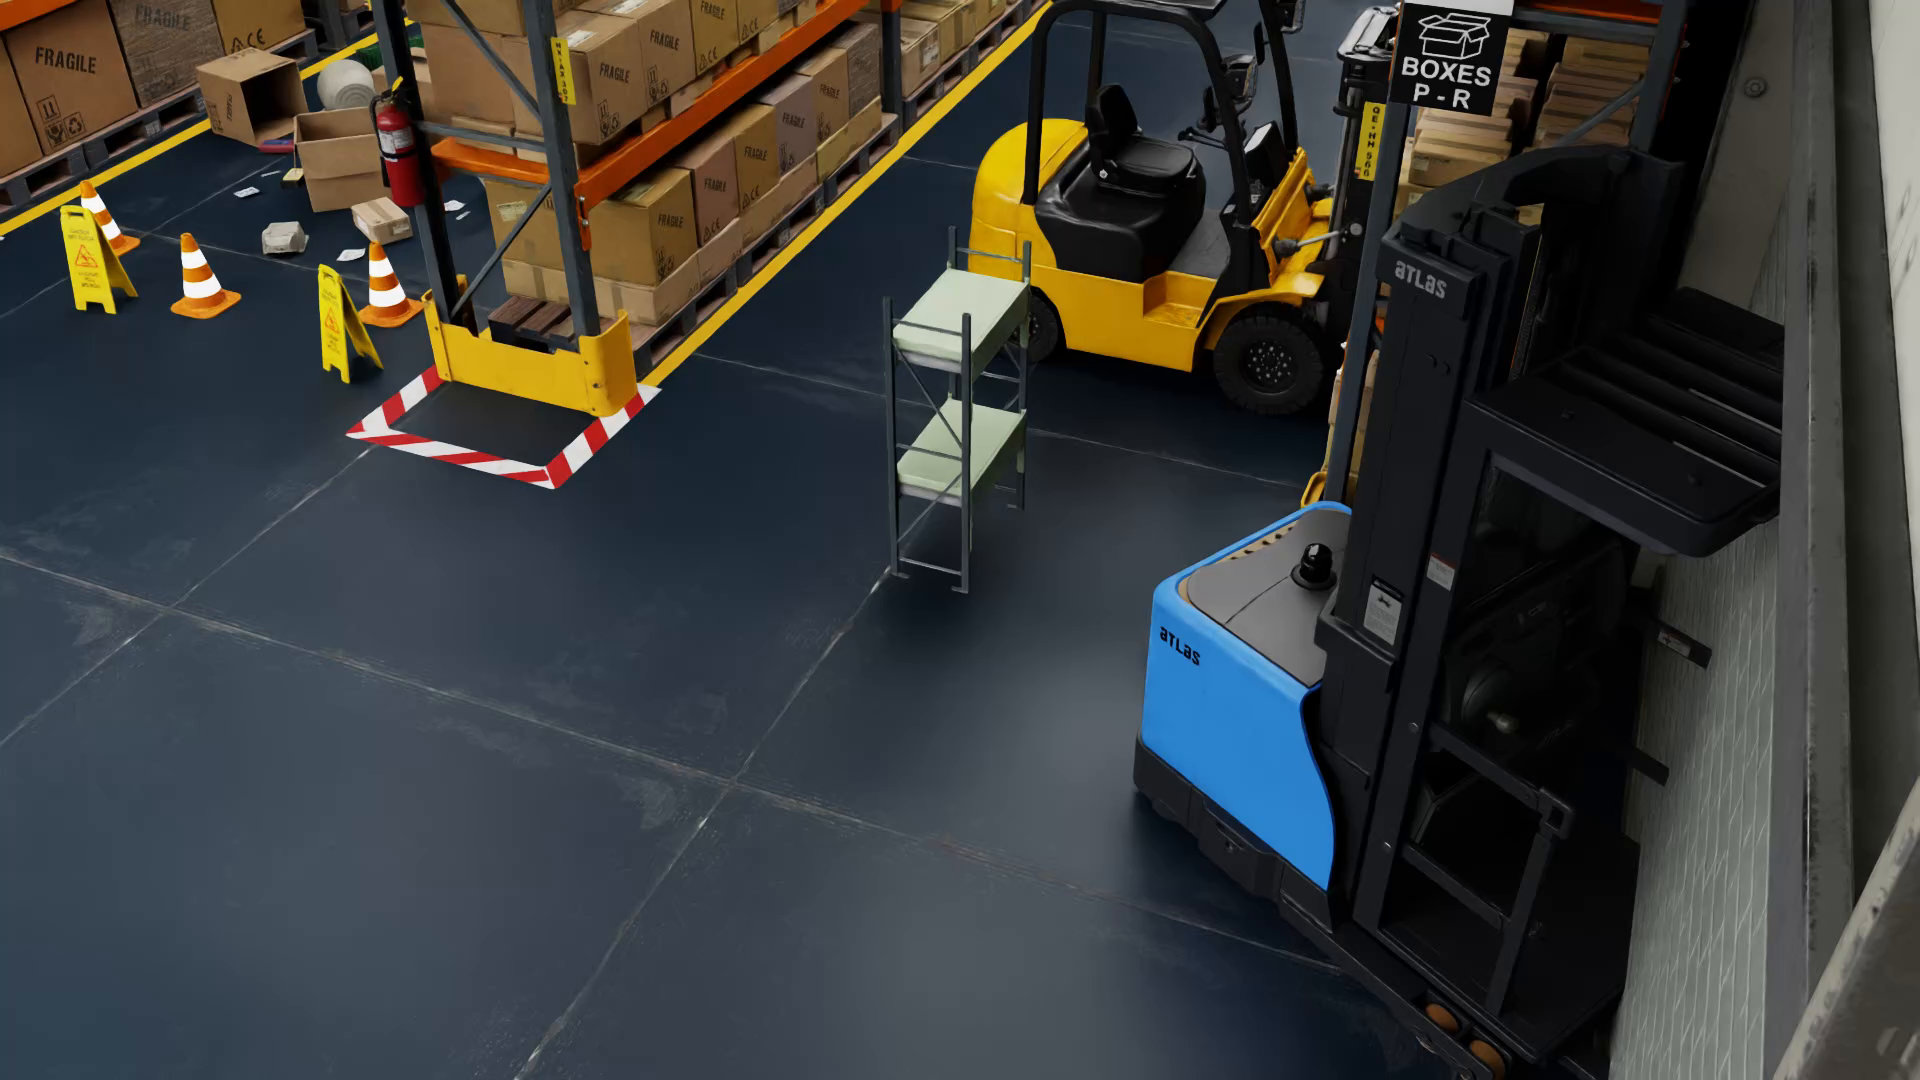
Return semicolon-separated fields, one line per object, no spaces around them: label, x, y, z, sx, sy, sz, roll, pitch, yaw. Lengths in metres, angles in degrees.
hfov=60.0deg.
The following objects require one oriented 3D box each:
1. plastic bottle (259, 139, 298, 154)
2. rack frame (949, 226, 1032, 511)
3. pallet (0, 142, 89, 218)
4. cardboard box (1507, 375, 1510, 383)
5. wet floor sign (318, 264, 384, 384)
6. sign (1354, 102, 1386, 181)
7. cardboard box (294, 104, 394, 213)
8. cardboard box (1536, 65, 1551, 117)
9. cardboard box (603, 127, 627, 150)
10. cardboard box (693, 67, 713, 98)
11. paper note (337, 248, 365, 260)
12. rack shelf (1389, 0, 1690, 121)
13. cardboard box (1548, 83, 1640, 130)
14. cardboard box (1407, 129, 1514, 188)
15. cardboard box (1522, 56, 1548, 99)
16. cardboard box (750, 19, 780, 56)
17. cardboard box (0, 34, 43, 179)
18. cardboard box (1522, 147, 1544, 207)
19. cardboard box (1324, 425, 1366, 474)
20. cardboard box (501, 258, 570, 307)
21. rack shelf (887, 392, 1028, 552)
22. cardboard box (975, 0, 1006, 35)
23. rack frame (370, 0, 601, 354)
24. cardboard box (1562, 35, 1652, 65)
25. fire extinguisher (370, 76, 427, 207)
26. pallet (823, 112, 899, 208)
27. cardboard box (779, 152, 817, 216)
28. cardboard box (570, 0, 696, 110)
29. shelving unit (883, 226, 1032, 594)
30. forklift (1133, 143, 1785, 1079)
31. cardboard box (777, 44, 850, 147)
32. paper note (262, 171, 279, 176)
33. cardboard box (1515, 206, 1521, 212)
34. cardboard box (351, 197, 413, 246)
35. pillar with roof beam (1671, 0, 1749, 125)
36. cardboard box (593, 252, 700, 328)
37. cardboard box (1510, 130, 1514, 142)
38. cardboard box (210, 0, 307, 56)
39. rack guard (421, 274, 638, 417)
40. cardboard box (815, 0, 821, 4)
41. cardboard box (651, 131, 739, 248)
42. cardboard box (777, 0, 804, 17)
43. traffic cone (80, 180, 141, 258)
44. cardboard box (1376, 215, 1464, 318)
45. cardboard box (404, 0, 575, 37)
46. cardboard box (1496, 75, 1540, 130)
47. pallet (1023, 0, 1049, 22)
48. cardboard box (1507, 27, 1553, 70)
plastic bottle;-4.891;-2.839;11.997;0.283;0.061;0.133;1;37;2
rack frame;0.137;-0.800;8.067;0.400;1.500;0.023;14;39;18
pallet;-6.812;-2.466;11.373;1.003;0.211;1.213;14;39;18
cardboard box;2.522;-0.612;7.675;0.500;0.250;0.500;13;39;17
wet floor sign;-3.490;-1.246;9.378;0.267;0.644;0.232;29;45;33
sign;1.667;-1.612;6.736;0.100;0.325;0.005;14;39;18
cardboard box;-4.101;-2.600;11.308;0.797;0.503;0.637;-11;38;-14
cardboard box;2.690;-2.144;8.530;0.500;0.500;0.500;14;39;18
cardboard box;-2.025;-2.234;8.943;0.380;0.149;0.250;14;39;18
cardboard box;-1.642;-2.643;9.491;0.380;0.149;0.250;15;39;19
paper note;-3.909;-1.838;10.684;0.148;0.019;0.142;1;37;2
rack shelf;2.925;-2.943;7.777;1.077;0.370;4.000;14;39;18
cardboard box;2.815;-1.899;7.411;0.380;0.149;0.250;14;39;18
cardboard box;2.105;-1.587;6.995;0.380;0.149;0.250;14;39;18
cardboard box;2.680;-2.311;8.211;0.380;0.149;0.250;14;39;17
cardboard box;-1.319;-3.069;10.060;0.380;0.149;0.250;14;39;18
cardboard box;-6.847;-2.830;10.955;0.875;0.875;0.875;14;39;18
cardboard box;2.489;-1.478;6.849;0.380;0.149;0.250;13;39;17
cardboard box;2.060;-0.530;7.982;0.500;0.250;0.500;13;39;17
cardboard box;-2.360;-1.640;9.884;0.500;0.250;0.500;14;39;18
rack shelf;-0.003;-0.336;7.991;0.431;0.370;0.720;14;39;18
cardboard box;-0.175;-4.456;13.550;0.950;0.372;0.625;15;39;19
rack frame;-2.428;-2.051;8.488;1.000;3.000;0.127;14;39;18
cardboard box;3.104;-2.328;7.986;0.380;0.149;0.250;14;39;18
fire extinguisher;-2.898;-2.061;8.567;0.296;0.674;0.183;14;39;18
pallet;-1.129;-2.769;11.778;1.003;0.211;1.213;14;39;18
cardboard box;-1.274;-2.366;10.856;0.500;0.250;0.500;14;39;18
cardboard box;-1.797;-2.697;9.020;0.500;0.500;0.500;15;39;19
shelving unit;-0.003;-0.597;7.796;0.431;1.500;0.755;14;39;18
forklift;2.009;0.377;5.298;1.130;2.935;3.031;-25;43;-29
cardboard box;-1.075;-2.962;11.027;0.500;0.500;0.500;15;39;19
paper note;-4.845;-2.575;11.687;0.123;0.001;0.032;-25;43;-29
cardboard box;2.568;-1.502;7.128;0.380;0.149;0.250;14;39;18
cardboard box;-3.798;-2.094;10.928;0.250;0.149;0.380;-25;43;-29
pillar with roof beam;1.564;-7.808;11.180;9.100;9.000;0.400;14;39;18
cardboard box;-1.865;-1.501;9.699;0.500;0.250;0.500;14;39;17
cardboard box;2.262;-1.756;7.468;0.380;0.149;0.250;15;39;19
cardboard box;-5.826;-4.322;12.951;0.875;0.875;0.875;14;39;18
rack guard;-2.399;-1.092;9.293;1.175;0.500;0.348;14;39;18
cardboard box;-1.114;-3.516;10.659;0.380;0.149;0.250;13;39;17
cardboard box;-1.662;-2.105;9.881;0.500;0.500;0.500;12;39;16
cardboard box;-1.228;-3.547;10.158;0.500;0.500;0.500;15;39;19
traffic cone;-5.529;-2.077;10.642;0.336;0.463;0.334;14;39;18
cardboard box;2.108;-1.294;7.393;0.500;0.500;0.500;13;39;17
cardboard box;-2.436;-2.943;8.515;0.700;0.500;0.500;13;39;17
cardboard box;2.408;-2.003;7.551;0.380;0.149;0.250;14;39;18
pallet;0.317;-4.931;14.670;1.003;0.211;1.213;14;39;18
cardboard box;2.683;-2.438;8.133;0.380;0.149;0.250;14;39;18
